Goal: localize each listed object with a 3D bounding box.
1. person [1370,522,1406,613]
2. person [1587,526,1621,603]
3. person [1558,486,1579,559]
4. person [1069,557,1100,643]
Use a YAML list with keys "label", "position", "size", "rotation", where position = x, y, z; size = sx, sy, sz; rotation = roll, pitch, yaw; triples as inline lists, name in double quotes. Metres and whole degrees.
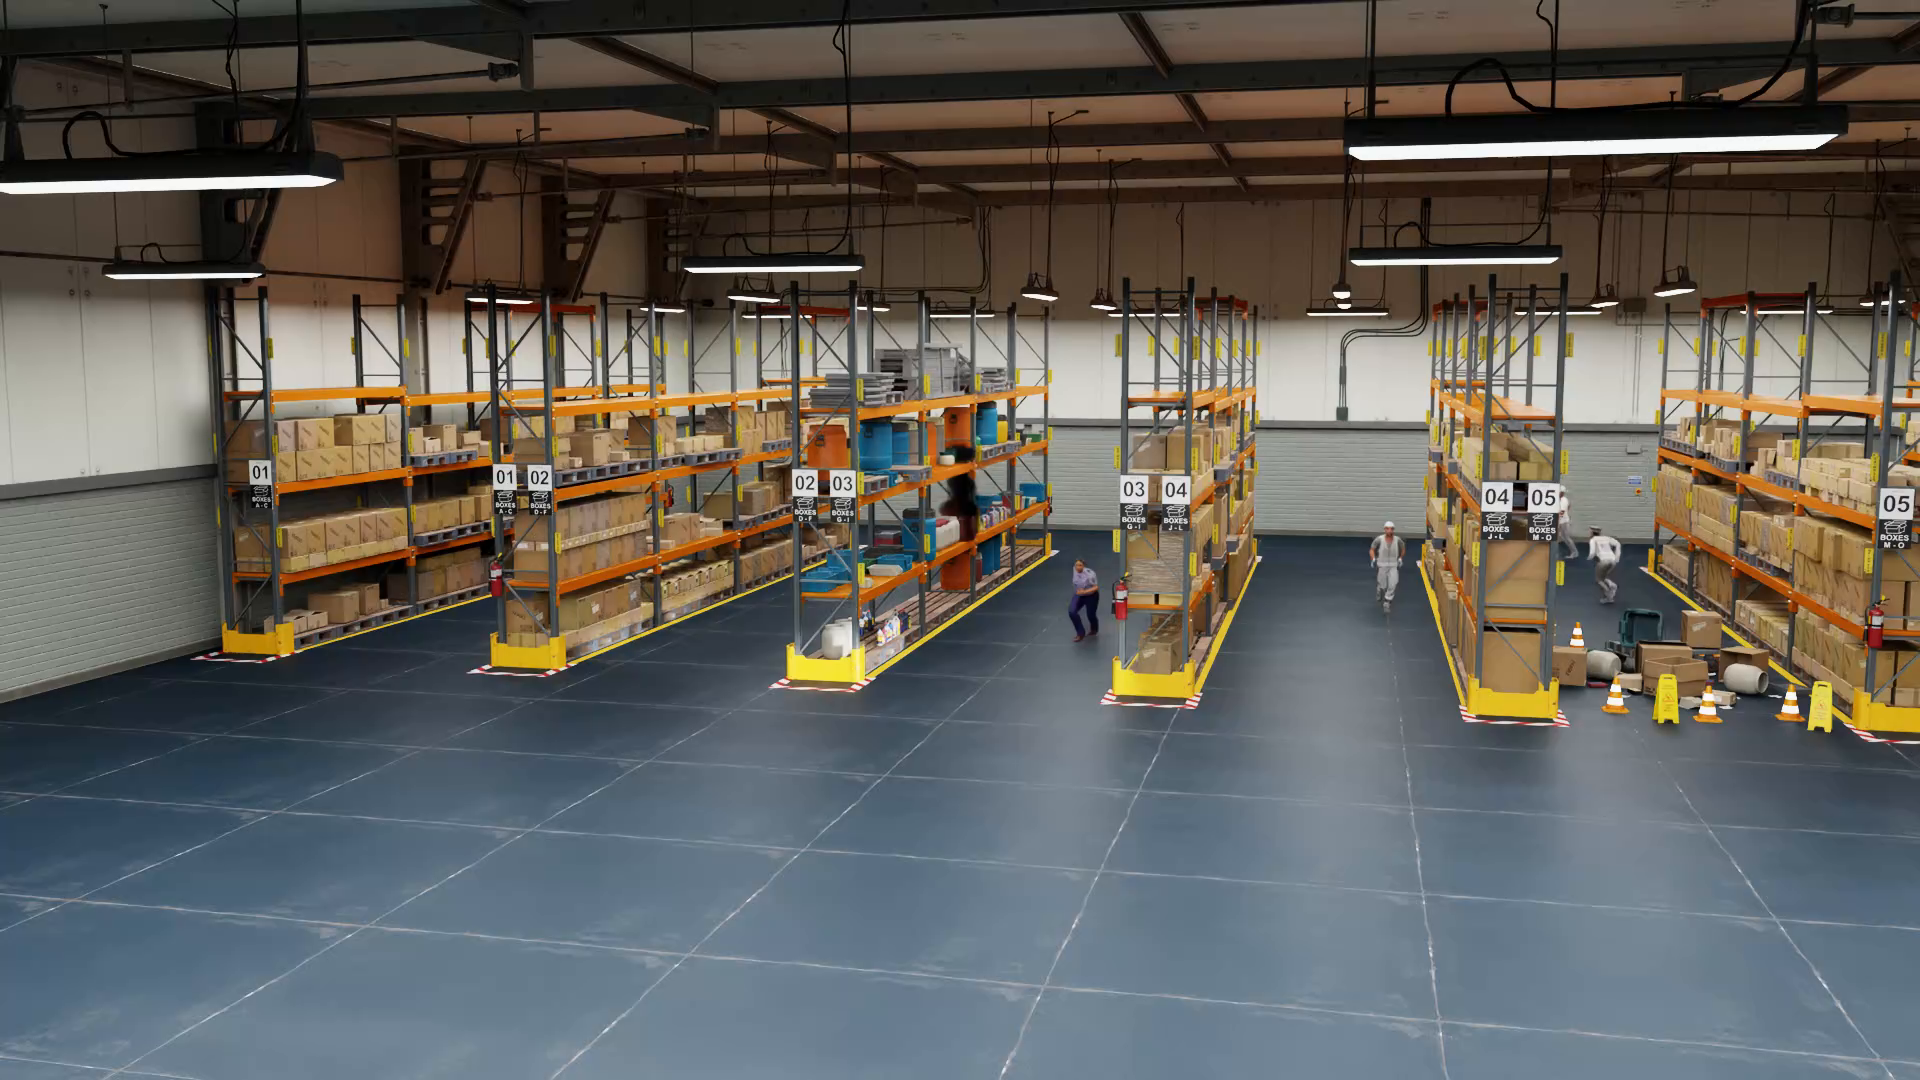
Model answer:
- label: "person"
  position: [8.188, 0.499, 31.857]
  size: [0.689, 1.734, 0.676]
  rotation: [0, 7, 2]
- label: "person"
  position: [12.824, 0.484, 33.051]
  size: [0.646, 1.486, 0.765]
  rotation: [-2, 7, -18]
- label: "person"
  position: [14.163, -0.375, 39.202]
  size: [0.857, 1.825, 0.678]
  rotation: [0, 7, 3]
- label: "person"
  position: [2.181, 1.000, 28.459]
  size: [0.609, 1.454, 1.063]
  rotation: [4, 8, 29]
